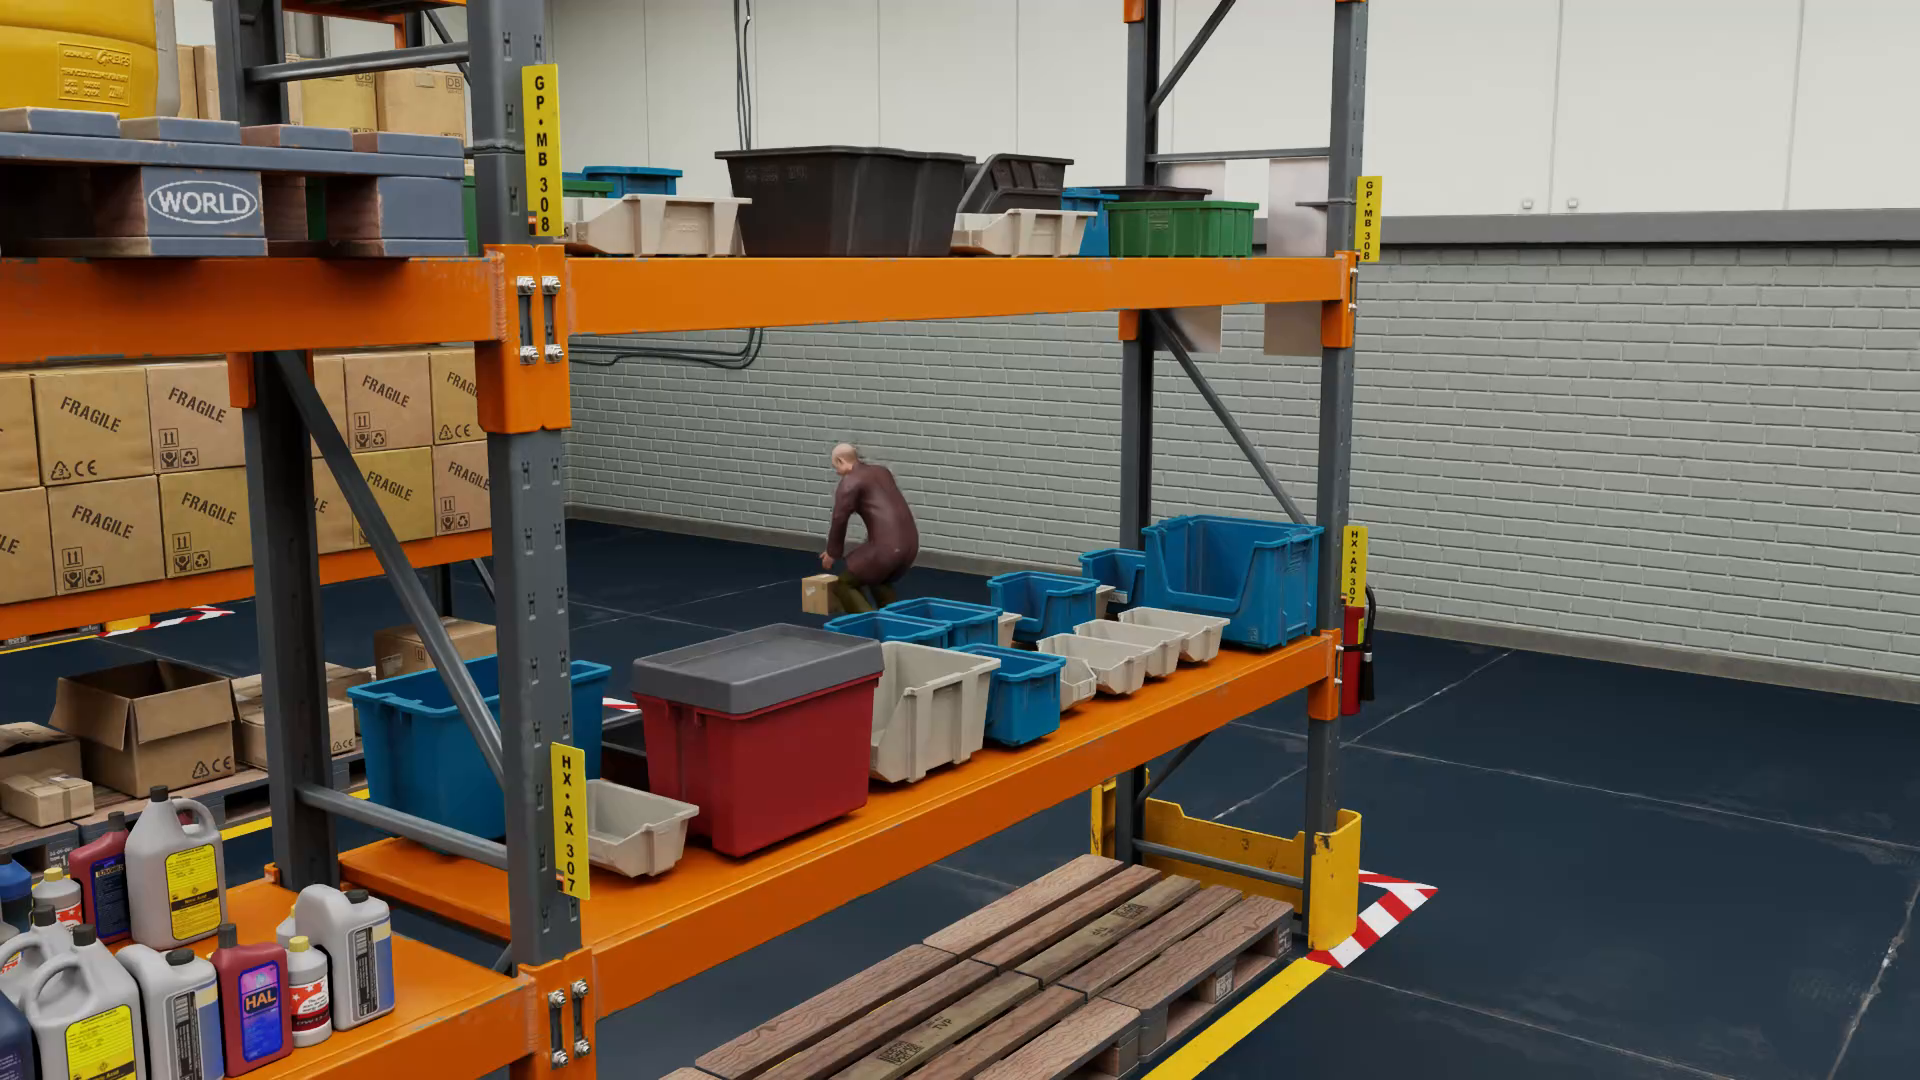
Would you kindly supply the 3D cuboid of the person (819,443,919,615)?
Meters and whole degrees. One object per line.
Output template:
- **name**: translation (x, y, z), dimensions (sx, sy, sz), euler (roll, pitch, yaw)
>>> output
- **person**: translation (-0.642, 0.052, 12.026), dimensions (0.680, 1.483, 0.630), euler (7, 12, 36)
